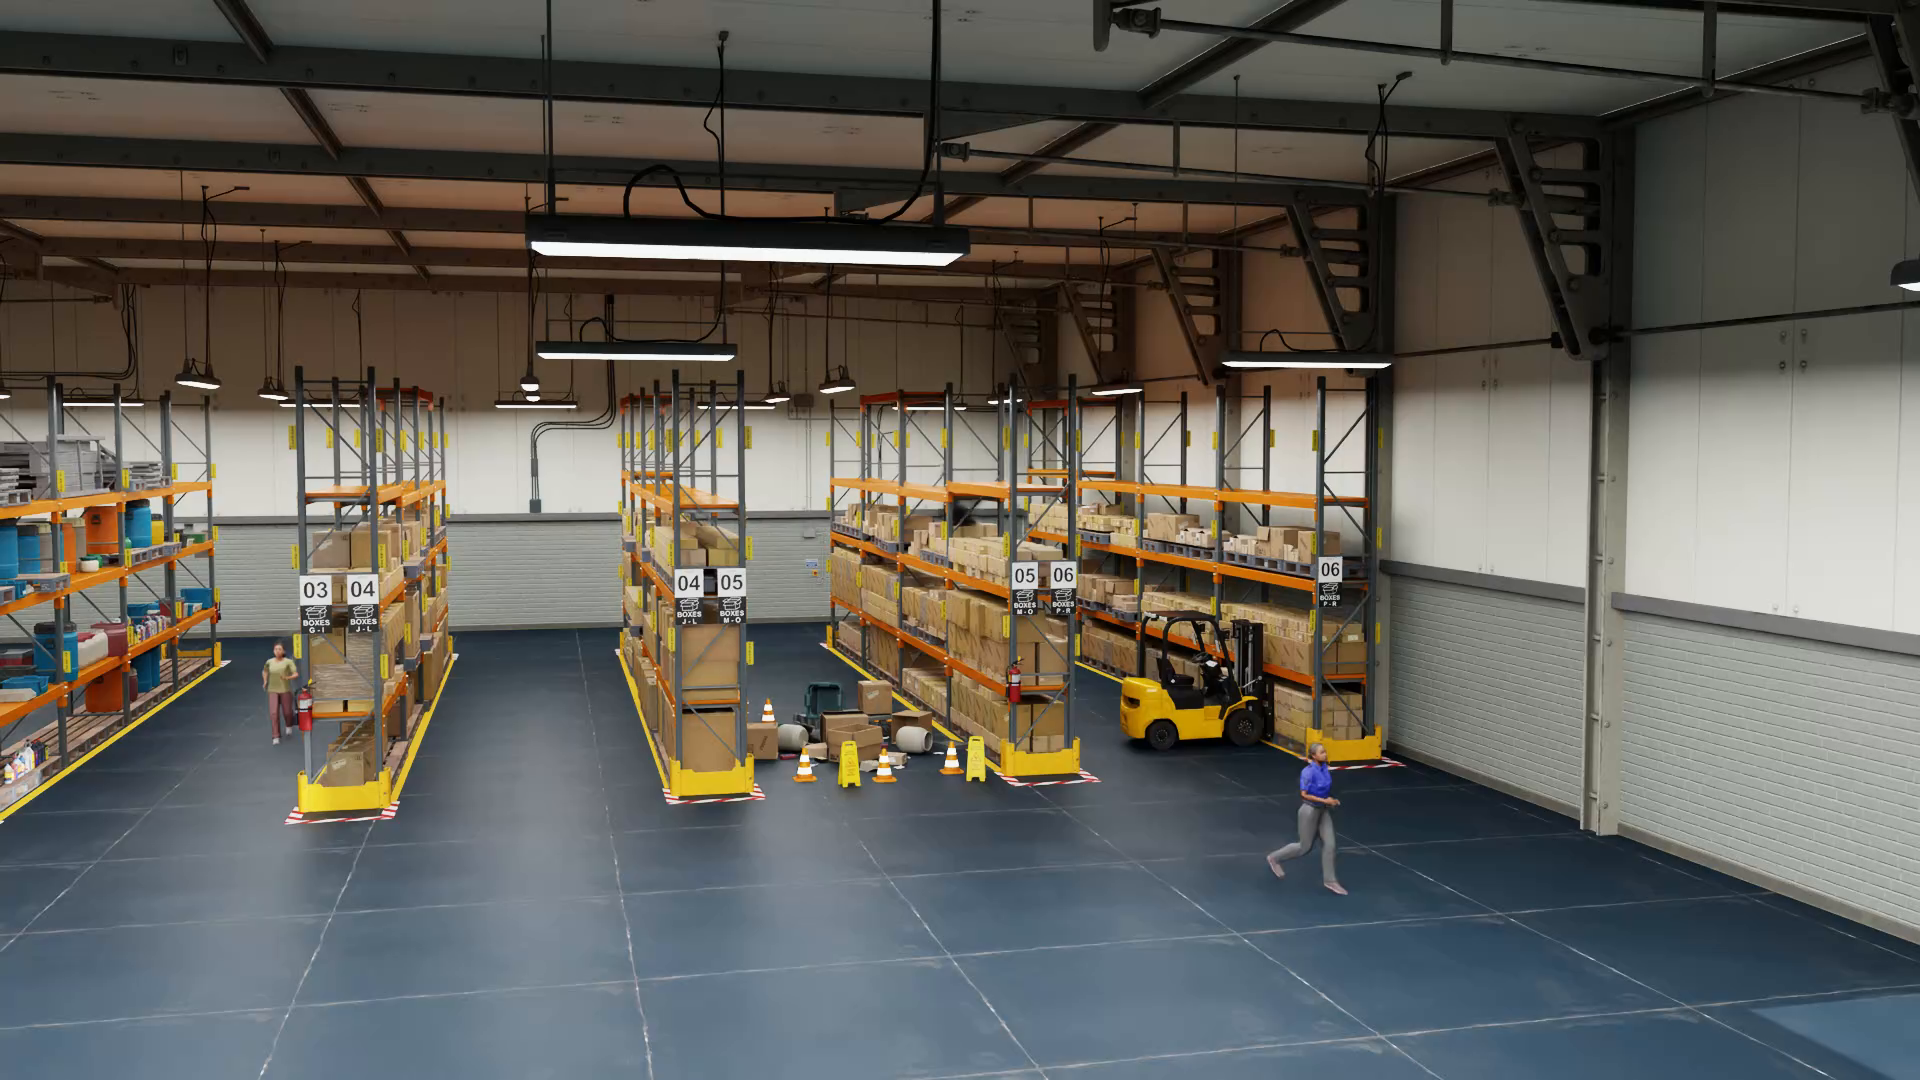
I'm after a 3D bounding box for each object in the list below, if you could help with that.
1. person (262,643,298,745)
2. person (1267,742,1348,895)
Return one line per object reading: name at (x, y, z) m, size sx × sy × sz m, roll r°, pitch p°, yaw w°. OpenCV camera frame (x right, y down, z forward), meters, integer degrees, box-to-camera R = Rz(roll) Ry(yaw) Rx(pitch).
person at (-11.272, 2.521, 27.562) m, size 0.586 × 1.645 × 0.914 m, roll -1°, pitch 4°, yaw -13°
person at (3.919, 3.081, 18.578) m, size 0.918 × 1.653 × 0.589 m, roll 3°, pitch 5°, yaw 42°
